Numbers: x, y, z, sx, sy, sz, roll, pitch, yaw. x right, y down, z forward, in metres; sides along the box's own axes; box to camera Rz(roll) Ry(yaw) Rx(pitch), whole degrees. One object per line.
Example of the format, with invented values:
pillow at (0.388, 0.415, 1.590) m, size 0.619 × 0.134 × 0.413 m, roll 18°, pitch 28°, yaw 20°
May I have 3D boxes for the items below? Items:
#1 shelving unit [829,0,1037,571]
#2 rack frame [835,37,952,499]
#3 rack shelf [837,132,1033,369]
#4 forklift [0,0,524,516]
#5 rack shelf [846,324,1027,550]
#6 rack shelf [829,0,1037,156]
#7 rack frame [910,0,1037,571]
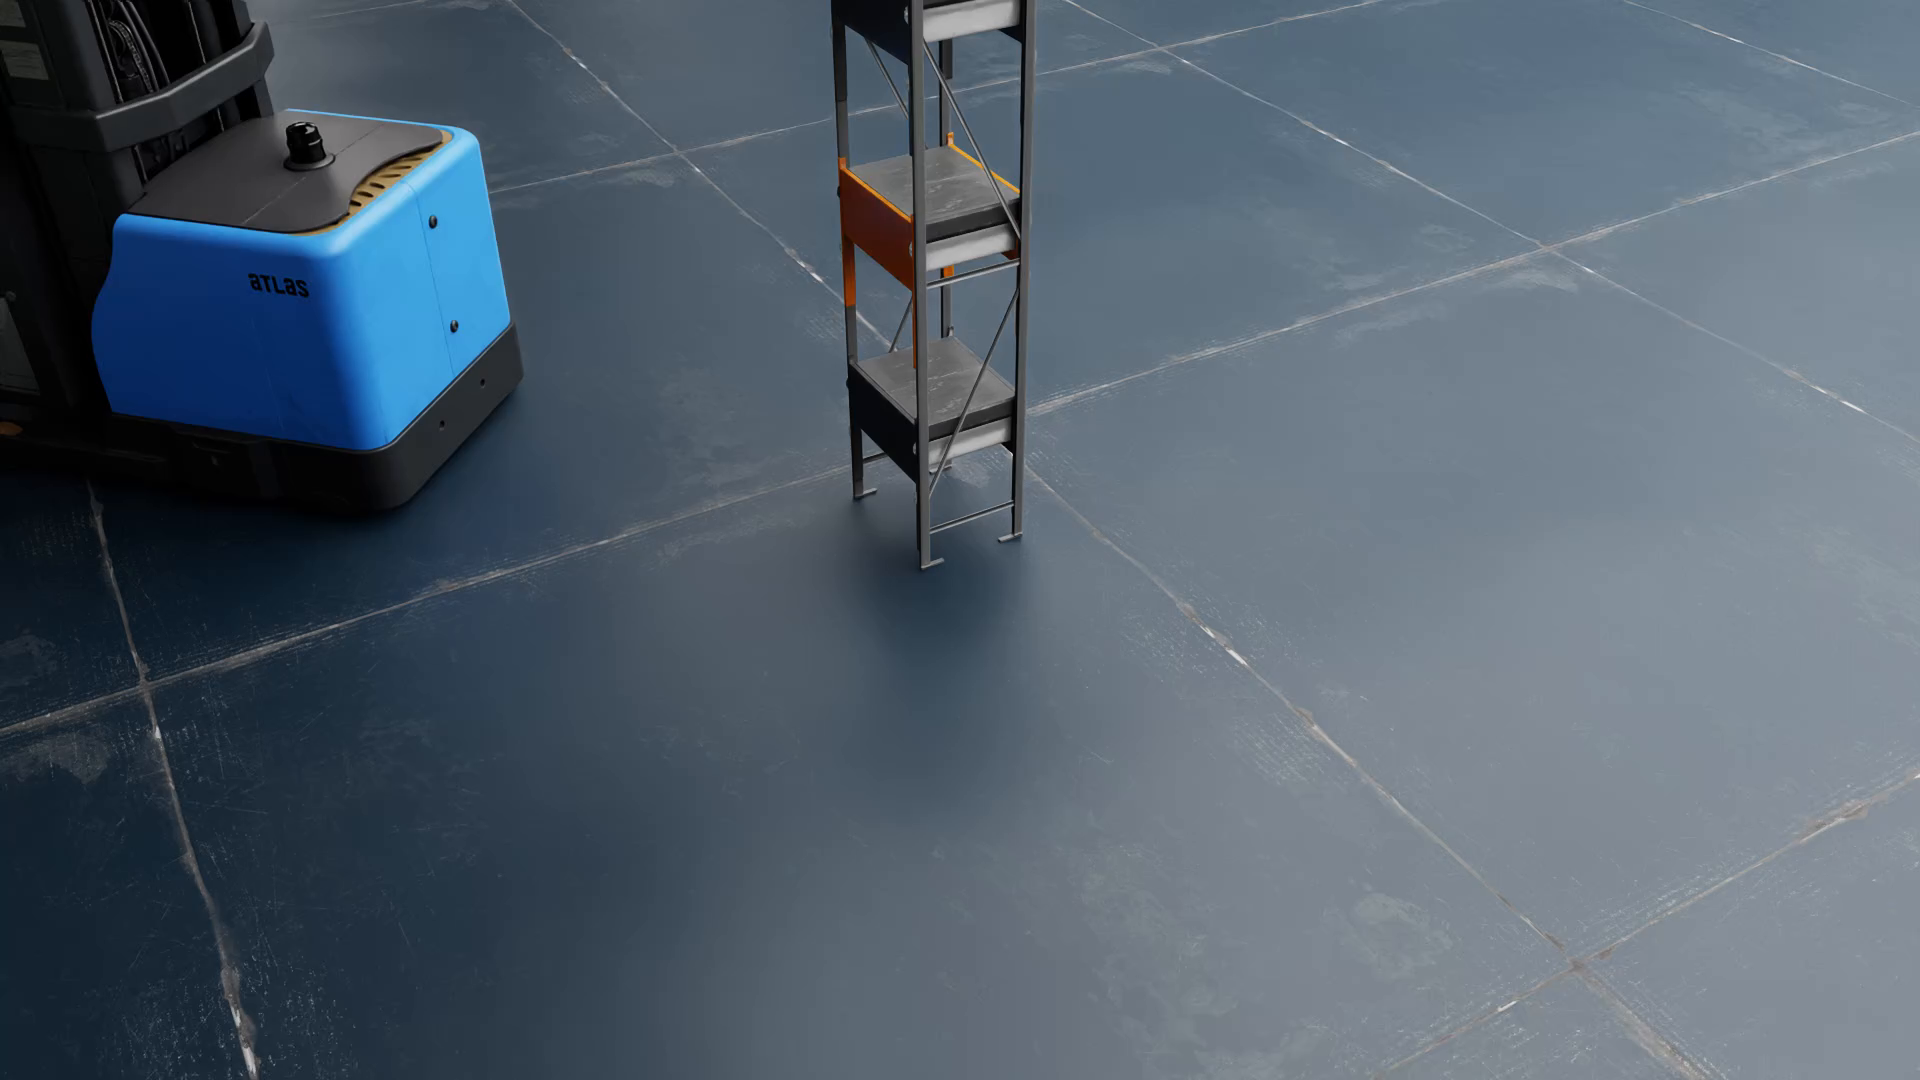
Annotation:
shelving unit at (-0.083, -0.932, 5.246) m, size 0.431 × 2.100 × 0.503 m, roll -19°, pitch 40°, yaw -24°
rack frame at (-0.206, -1.057, 5.417) m, size 0.400 × 2.100 × 0.015 m, roll -19°, pitch 40°, yaw -24°
rack shelf at (-0.083, -0.921, 5.254) m, size 0.431 × 0.518 × 0.480 m, roll -19°, pitch 40°, yaw -24°
forklift at (-3.280, -1.741, 5.648) m, size 3.031 × 2.935 × 1.130 m, roll 9°, pitch 37°, yaw 12°
rack shelf at (-0.083, -0.356, 5.667) m, size 0.431 × 0.518 × 0.480 m, roll -19°, pitch 40°, yaw -24°
rack shelf at (-0.083, -1.487, 4.841) m, size 0.431 × 0.518 × 0.480 m, roll -19°, pitch 40°, yaw -24°
rack frame at (0.039, -0.808, 5.076) m, size 0.400 × 2.100 × 0.015 m, roll -19°, pitch 40°, yaw -24°
